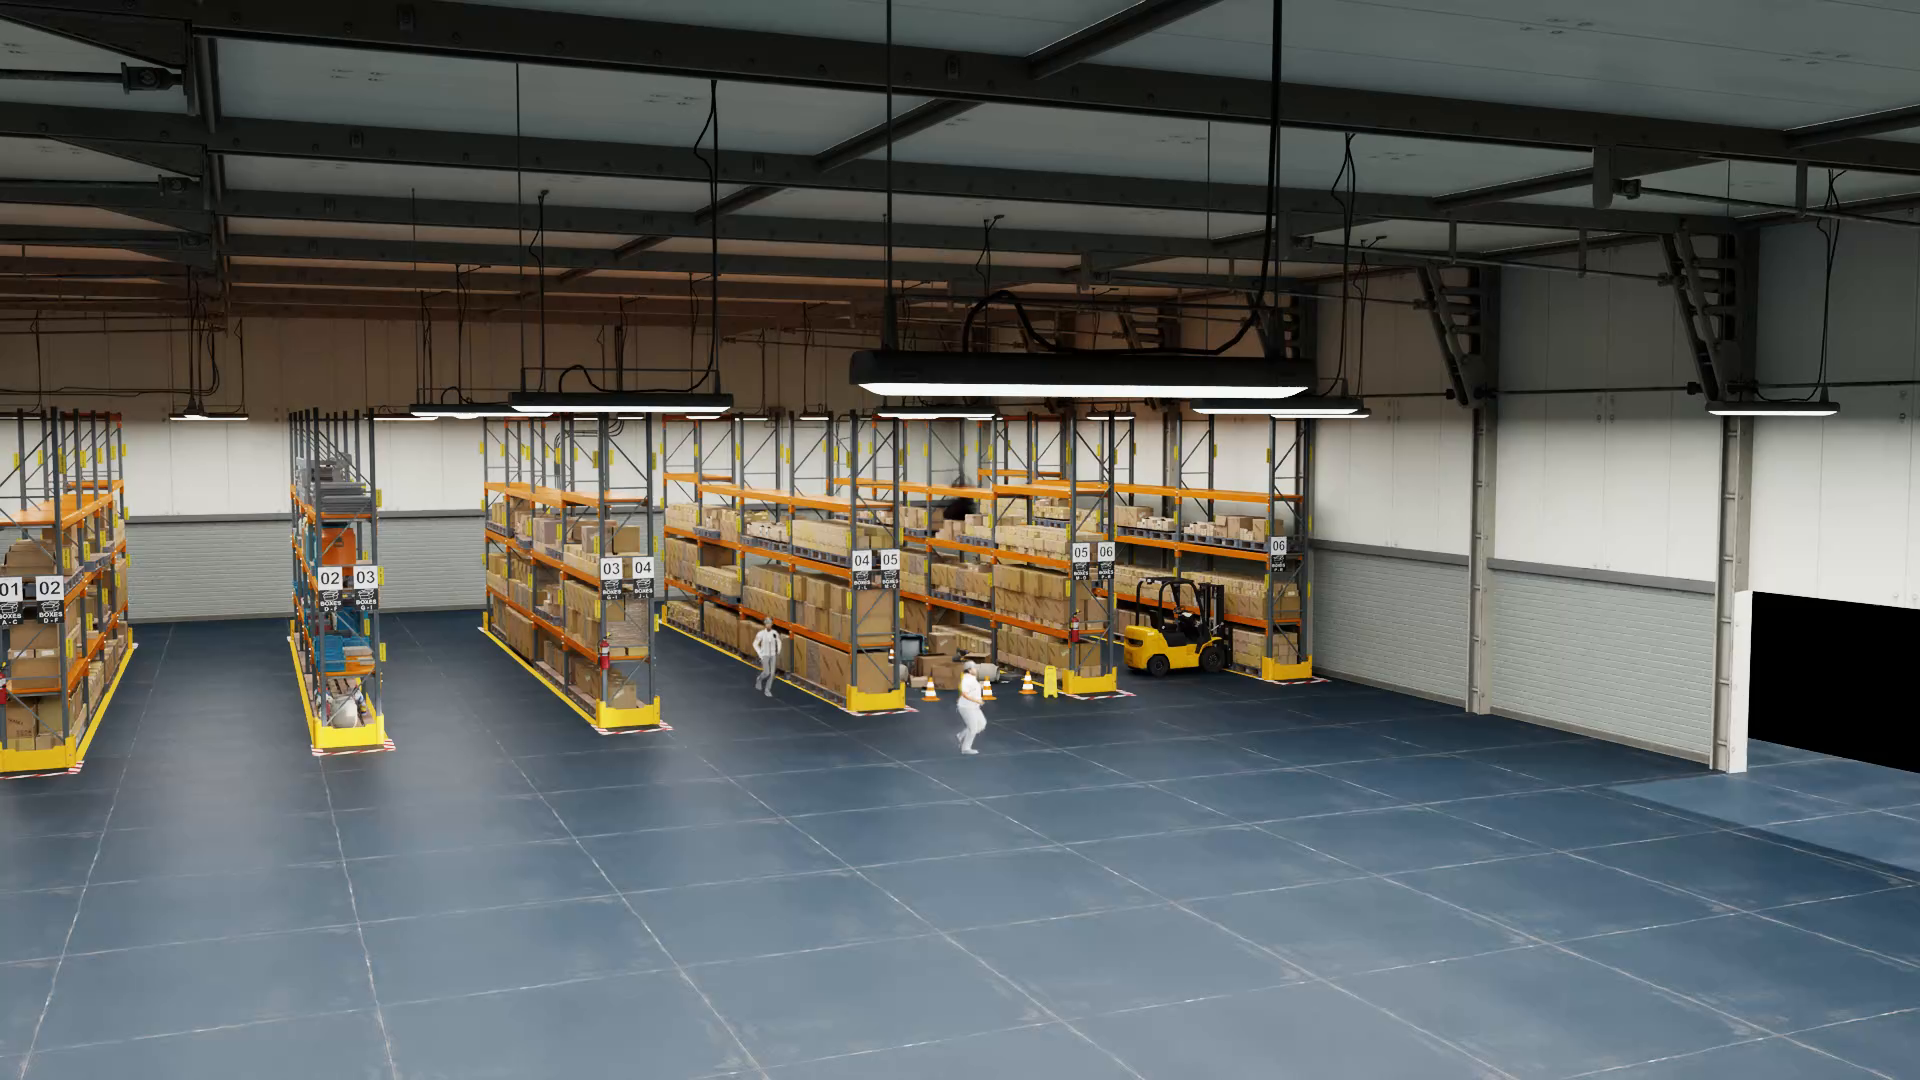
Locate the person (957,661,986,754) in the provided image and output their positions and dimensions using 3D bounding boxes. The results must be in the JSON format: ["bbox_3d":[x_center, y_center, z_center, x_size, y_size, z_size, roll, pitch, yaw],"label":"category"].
[{"bbox_3d":[0.191,2.897,28.772,0.535,1.625,0.621,1,4,11],"label":"person"}]

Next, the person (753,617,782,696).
[{"bbox_3d":[-4.033,2.447,35.061,0.610,1.671,0.588,-2,4,-24],"label":"person"}]
